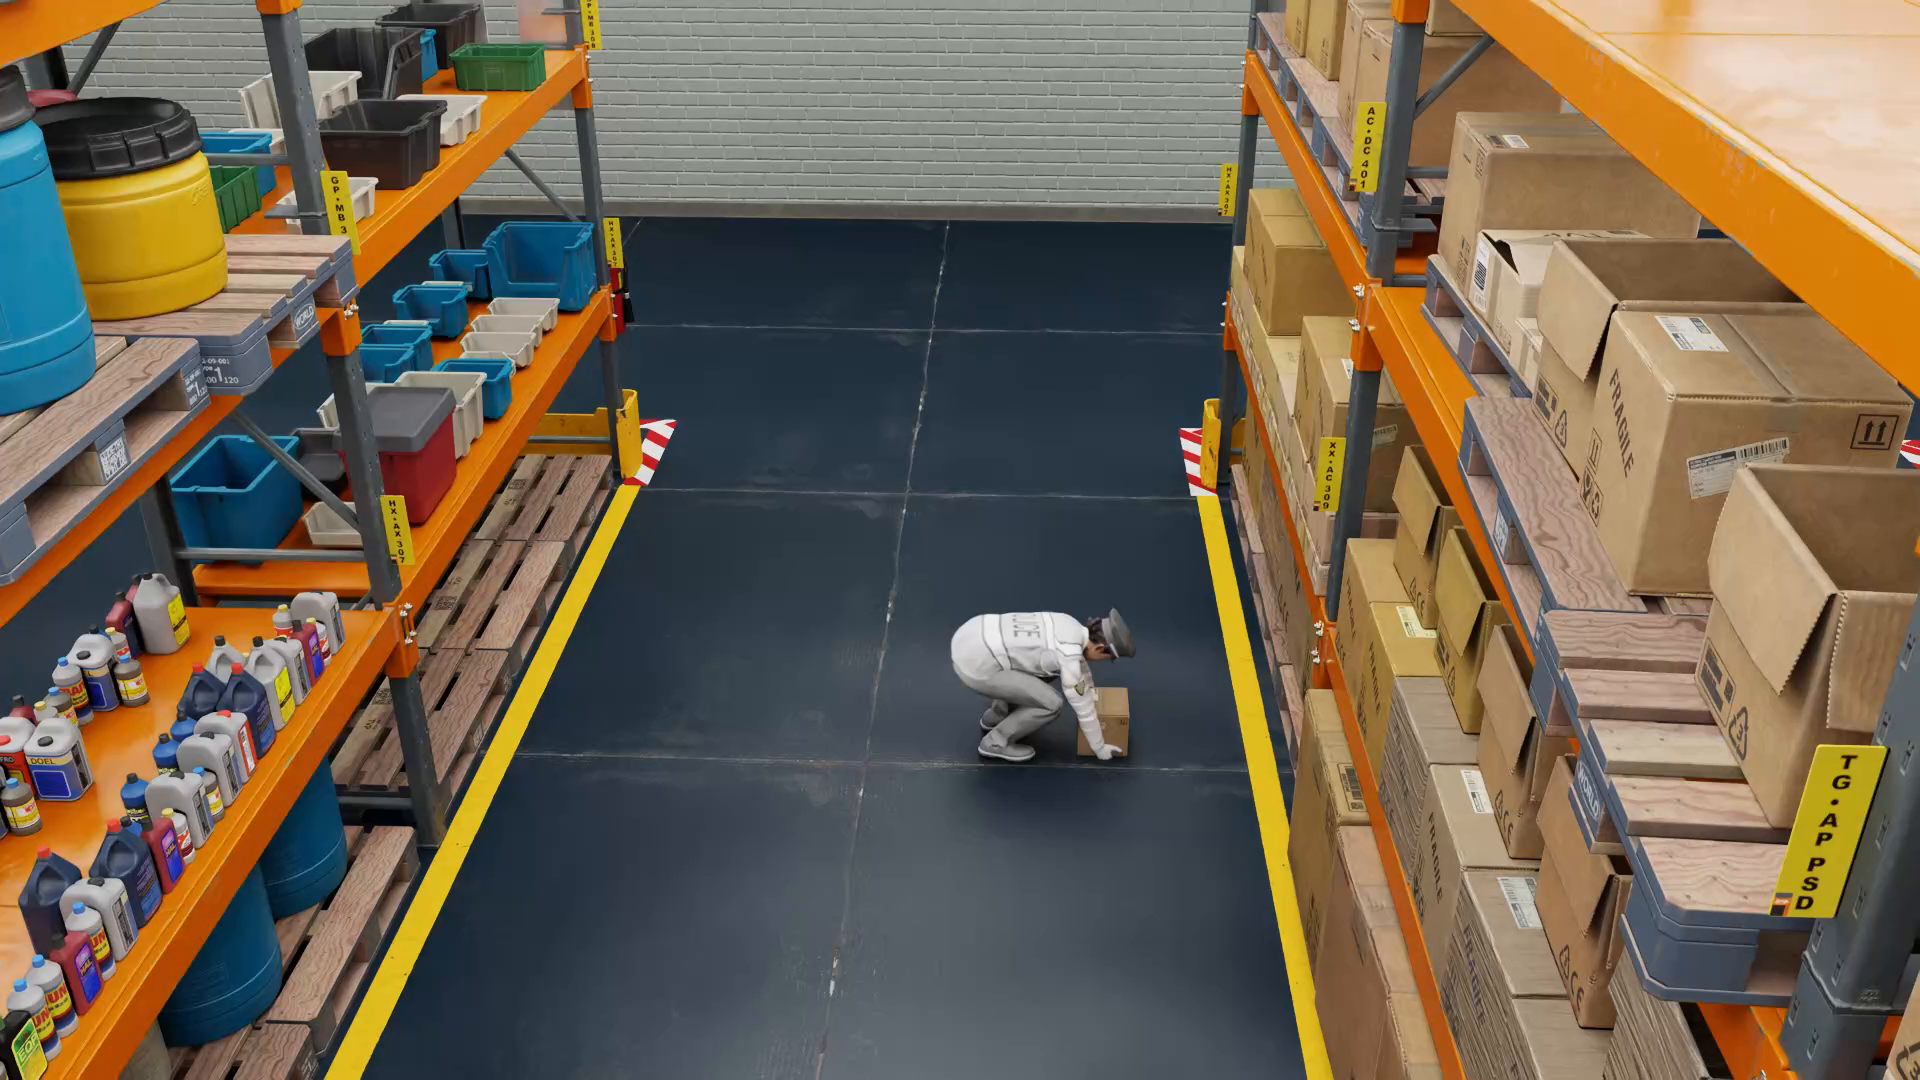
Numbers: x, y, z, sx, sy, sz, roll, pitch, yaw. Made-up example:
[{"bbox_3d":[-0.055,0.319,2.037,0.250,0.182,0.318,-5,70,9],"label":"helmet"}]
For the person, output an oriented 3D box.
[{"bbox_3d":[0.414,0.704,8.297,0.915,0.760,0.458,0,28,1],"label":"person"}]
